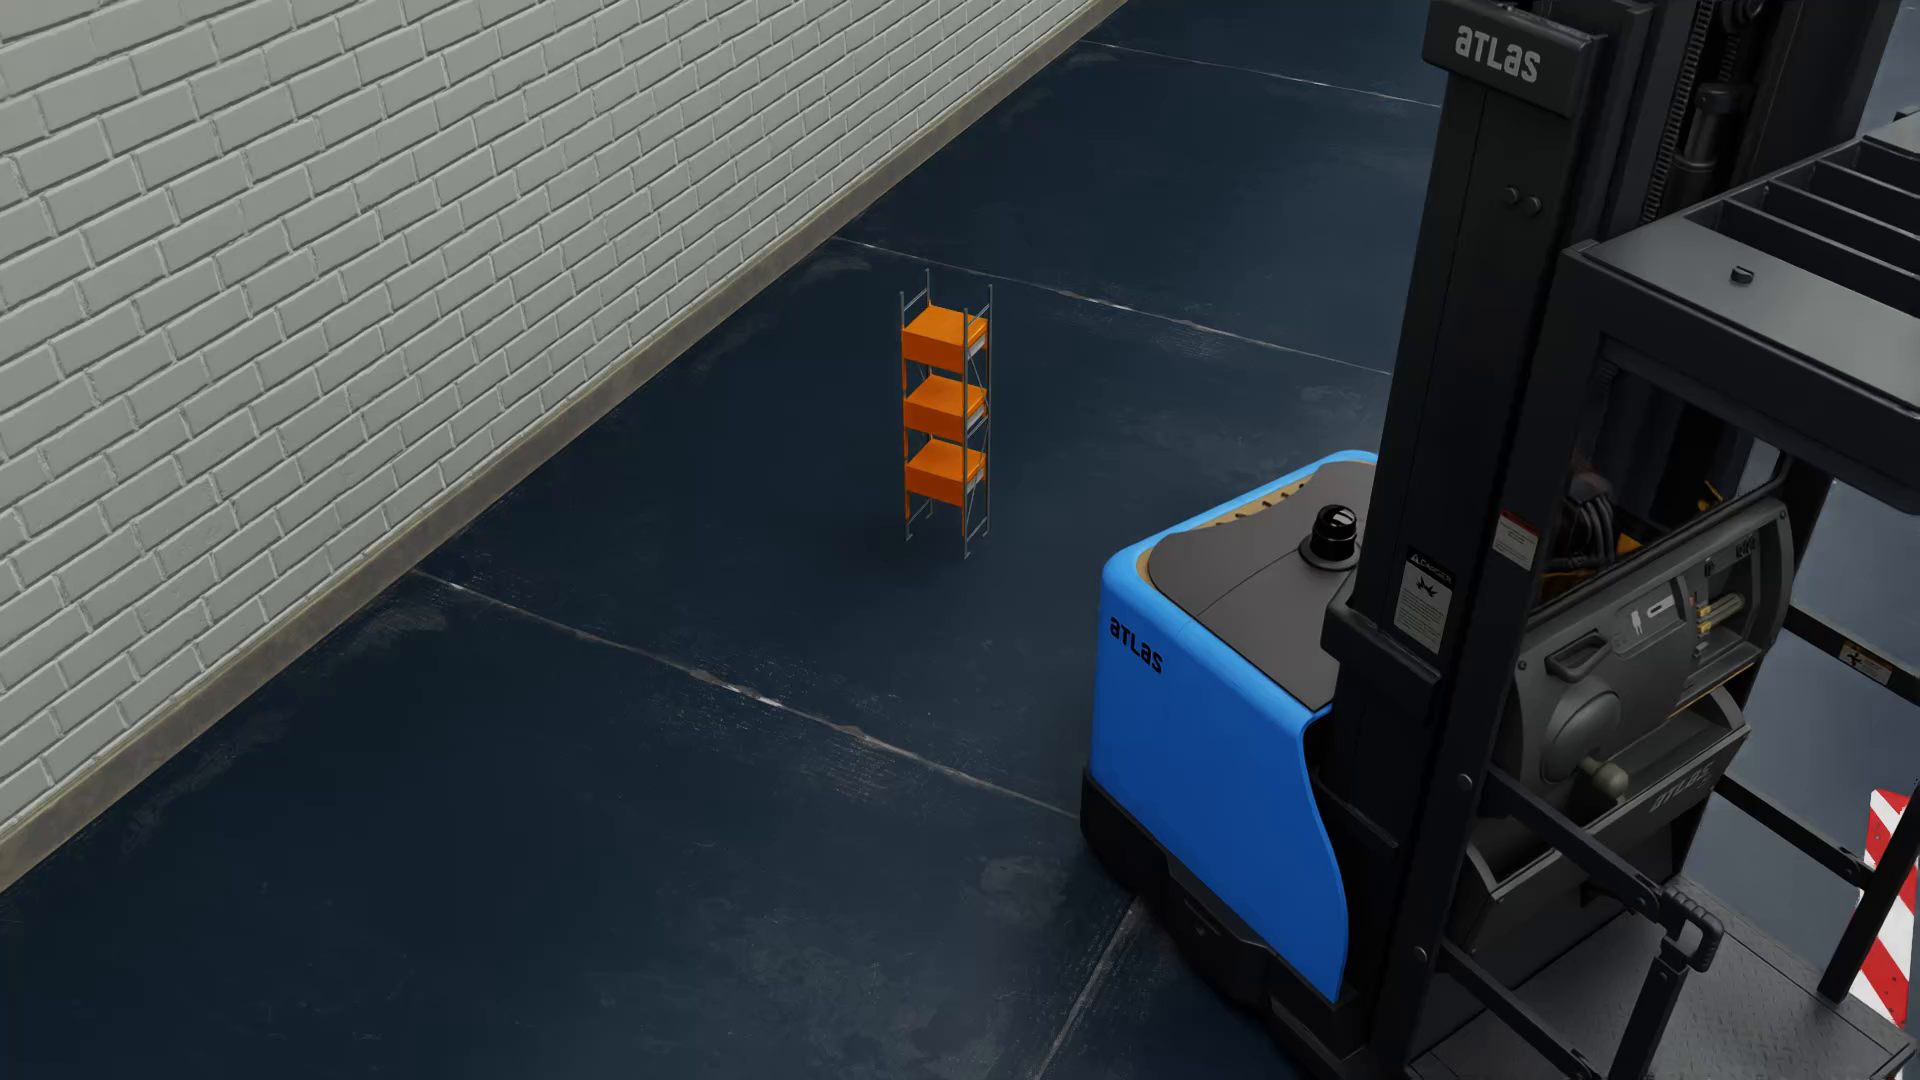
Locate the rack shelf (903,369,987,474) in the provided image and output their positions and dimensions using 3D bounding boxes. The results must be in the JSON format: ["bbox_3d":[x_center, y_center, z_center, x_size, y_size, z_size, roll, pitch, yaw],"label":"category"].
[{"bbox_3d":[-0.048,-0.425,5.959,0.240,0.259,0.215,17,41,21],"label":"rack shelf"}]

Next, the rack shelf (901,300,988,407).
[{"bbox_3d":[-0.048,-0.651,5.787,0.240,0.259,0.215,17,41,21],"label":"rack shelf"}]

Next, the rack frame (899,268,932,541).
[{"bbox_3d":[-0.156,-0.467,5.997,0.008,1.050,0.200,17,41,21],"label":"rack frame"}]

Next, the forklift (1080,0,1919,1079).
[{"bbox_3d":[1.620,0.297,3.435,1.130,2.935,3.031,-23,43,-27],"label":"forklift"}]

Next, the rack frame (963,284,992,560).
[{"bbox_3d":[0.061,-0.399,5.907,0.008,1.050,0.200,17,41,21],"label":"rack frame"}]

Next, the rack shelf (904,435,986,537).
[{"bbox_3d":[-0.048,-0.203,6.127,0.240,0.259,0.215,17,41,21],"label":"rack shelf"}]

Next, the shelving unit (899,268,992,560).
[{"bbox_3d":[-0.048,-0.433,5.952,0.252,1.050,0.215,17,41,21],"label":"shelving unit"}]
